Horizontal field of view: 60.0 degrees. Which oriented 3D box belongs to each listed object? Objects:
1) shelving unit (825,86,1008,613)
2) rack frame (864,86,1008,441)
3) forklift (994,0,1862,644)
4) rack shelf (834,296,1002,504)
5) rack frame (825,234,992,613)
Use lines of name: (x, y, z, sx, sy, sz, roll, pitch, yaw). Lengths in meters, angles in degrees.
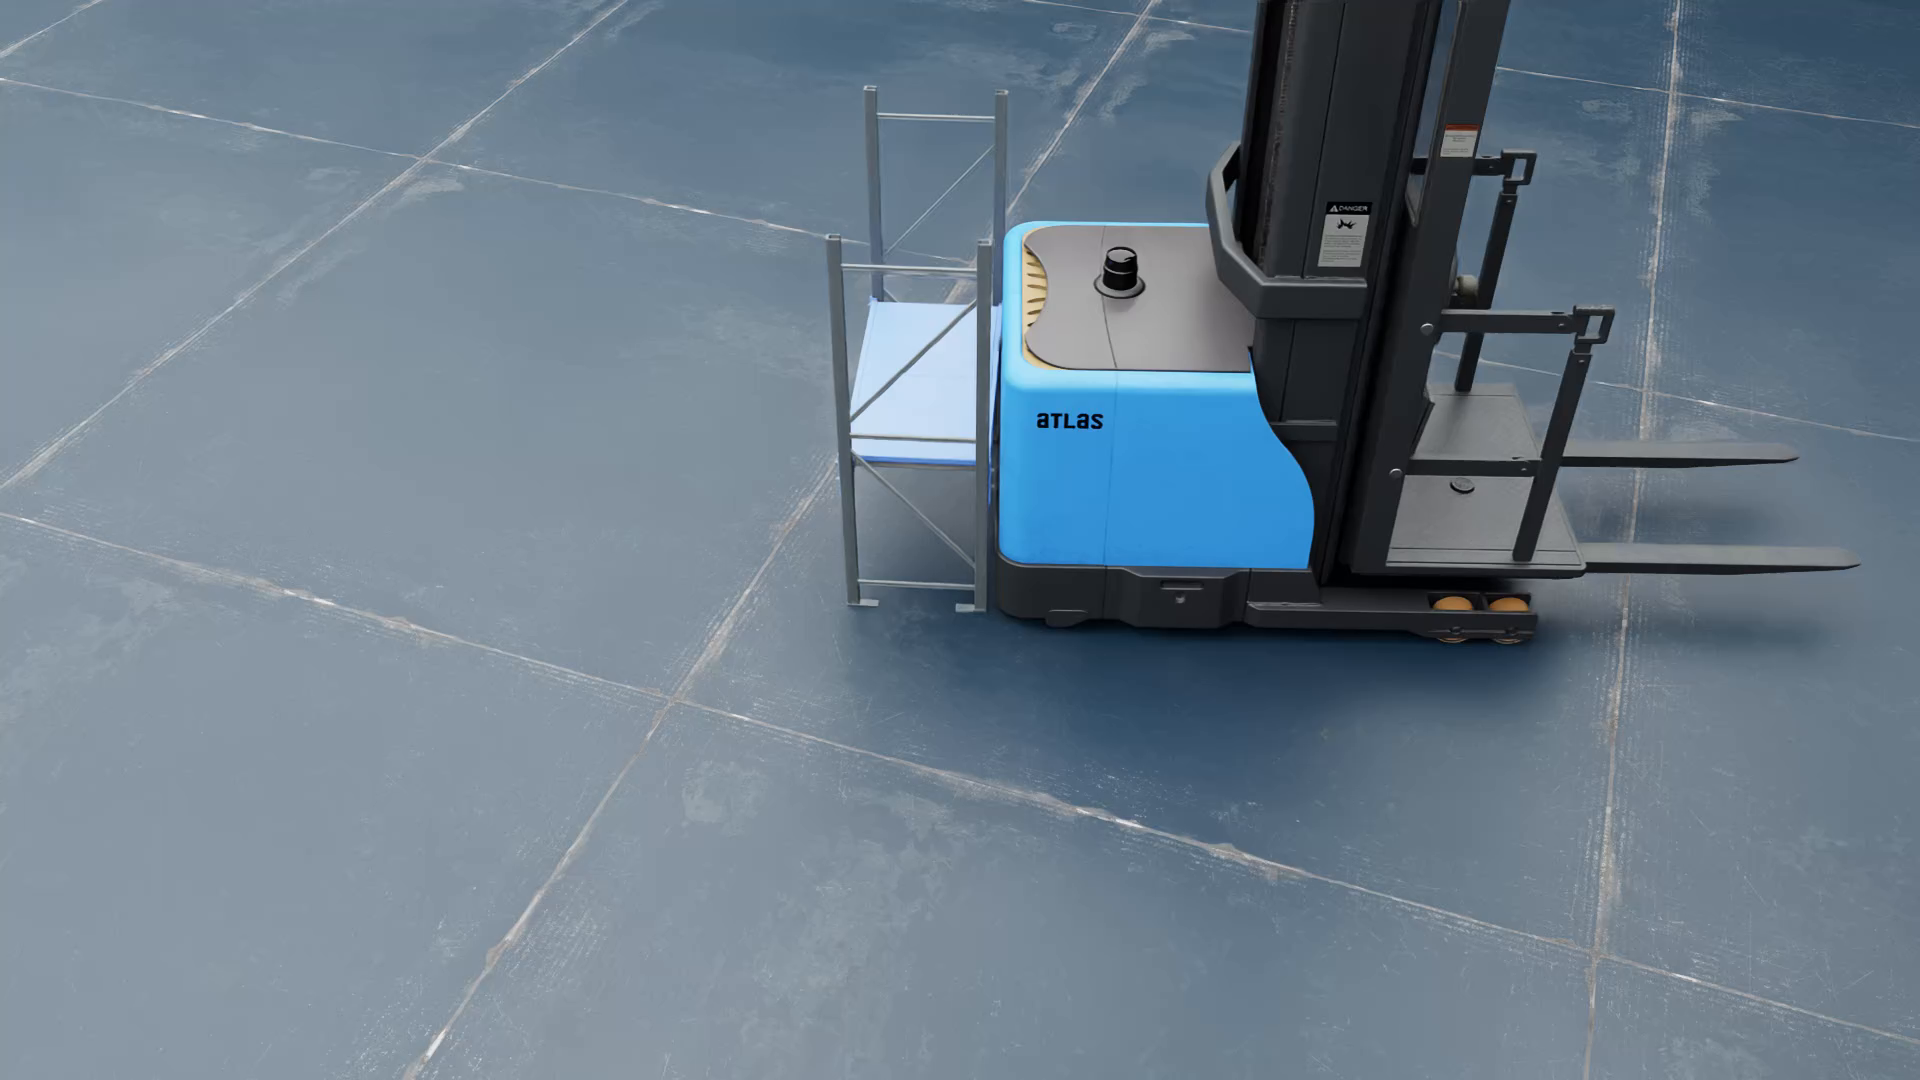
shelving unit: (-0.119, -0.661, 5.870, 0.538, 1.500, 1.048, 3, 41, 3)
rack frame: (-0.084, -0.991, 6.255, 0.500, 1.500, 0.032, 3, 41, 3)
forklift: (1.647, -1.104, 5.285, 3.031, 2.935, 1.130, 1, 40, 1)
rack shelf: (-0.119, -0.525, 5.986, 0.538, 0.185, 1.000, 3, 41, 3)
rack frame: (-0.155, -0.332, 5.484, 0.500, 1.500, 0.032, 3, 41, 3)
